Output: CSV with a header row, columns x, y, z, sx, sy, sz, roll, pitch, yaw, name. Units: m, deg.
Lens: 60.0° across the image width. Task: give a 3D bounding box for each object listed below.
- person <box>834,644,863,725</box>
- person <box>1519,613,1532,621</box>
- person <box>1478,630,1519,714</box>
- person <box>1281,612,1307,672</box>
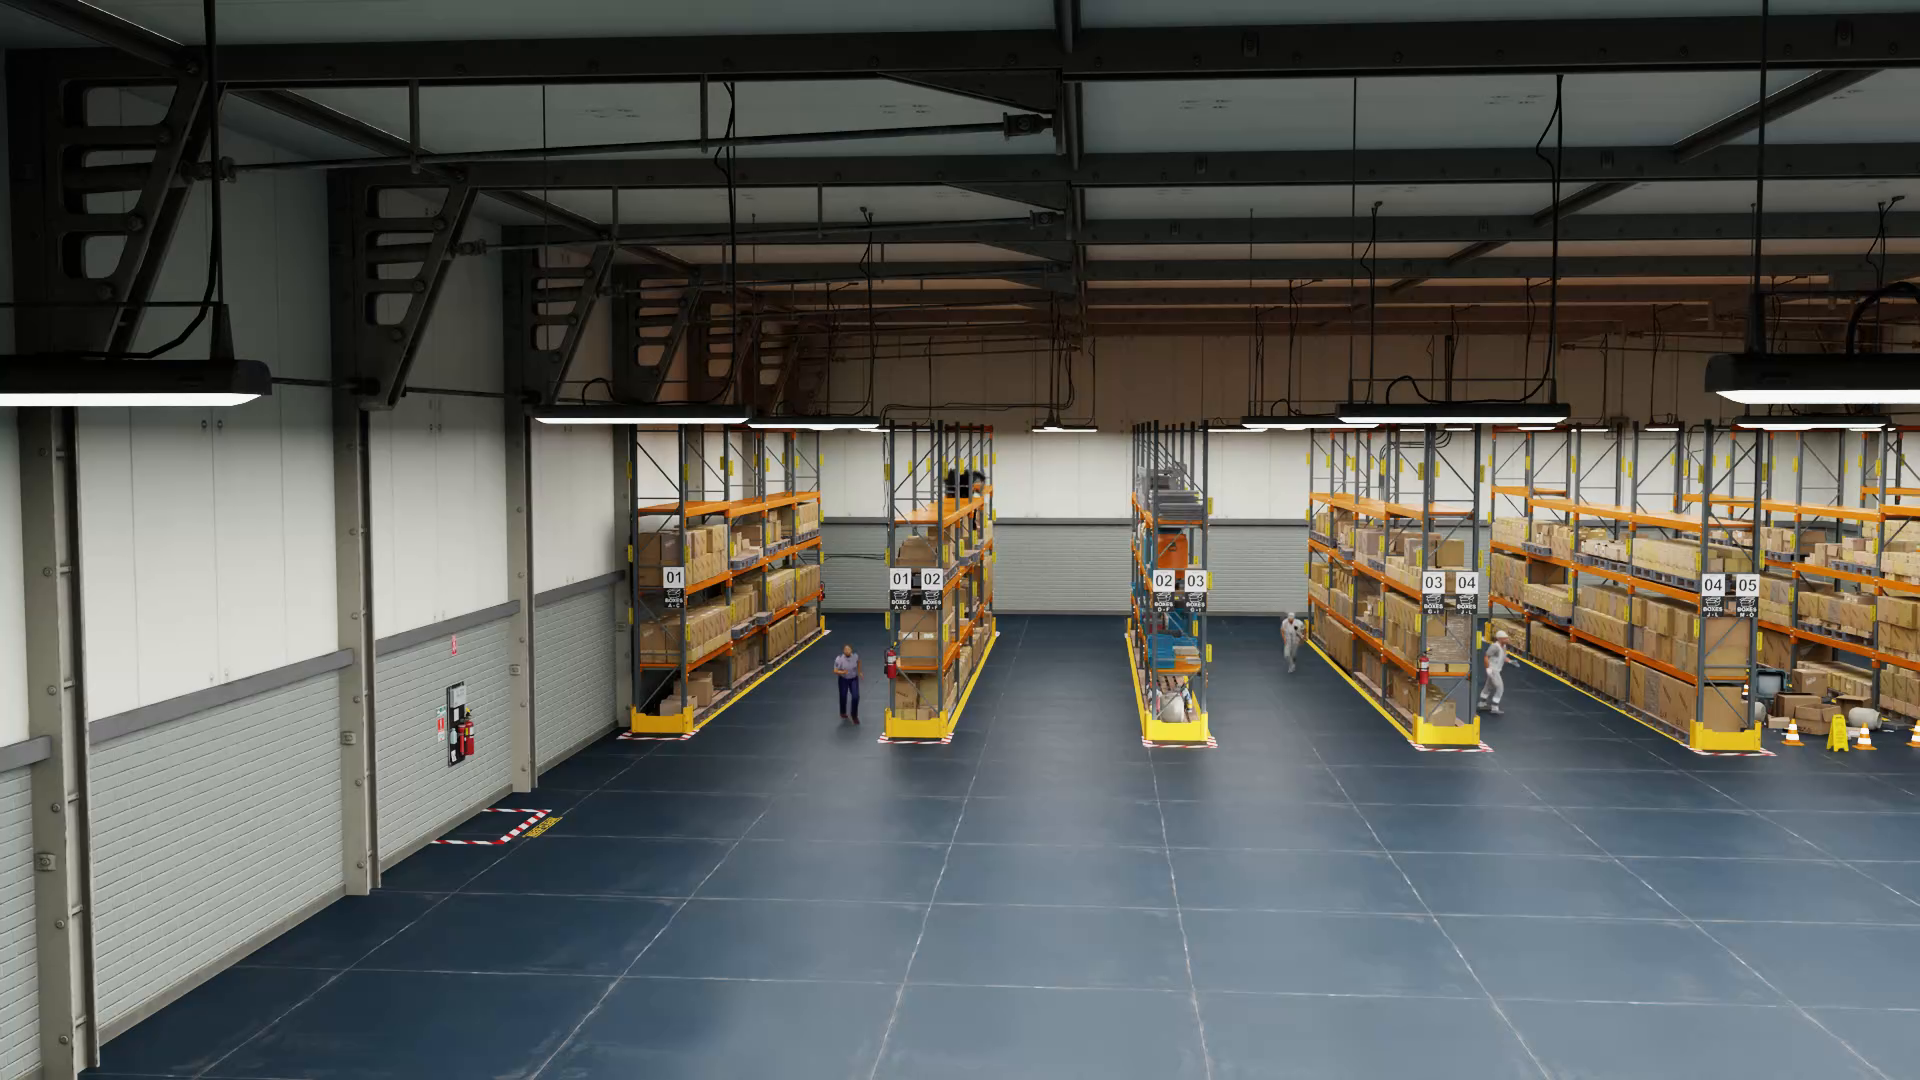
x,y,z,sx,sy,sz,roll,pitch,yaw,name
-2.216,2.843,33.024,0.606,1.622,0.953,-1,4,-9,person
16.115,1.922,47.144,0.650,1.659,0.684,2,4,29,person
11.063,2.704,34.228,0.825,1.730,0.723,2,4,32,person
8.023,2.451,40.056,0.591,1.495,0.916,1,4,17,person
